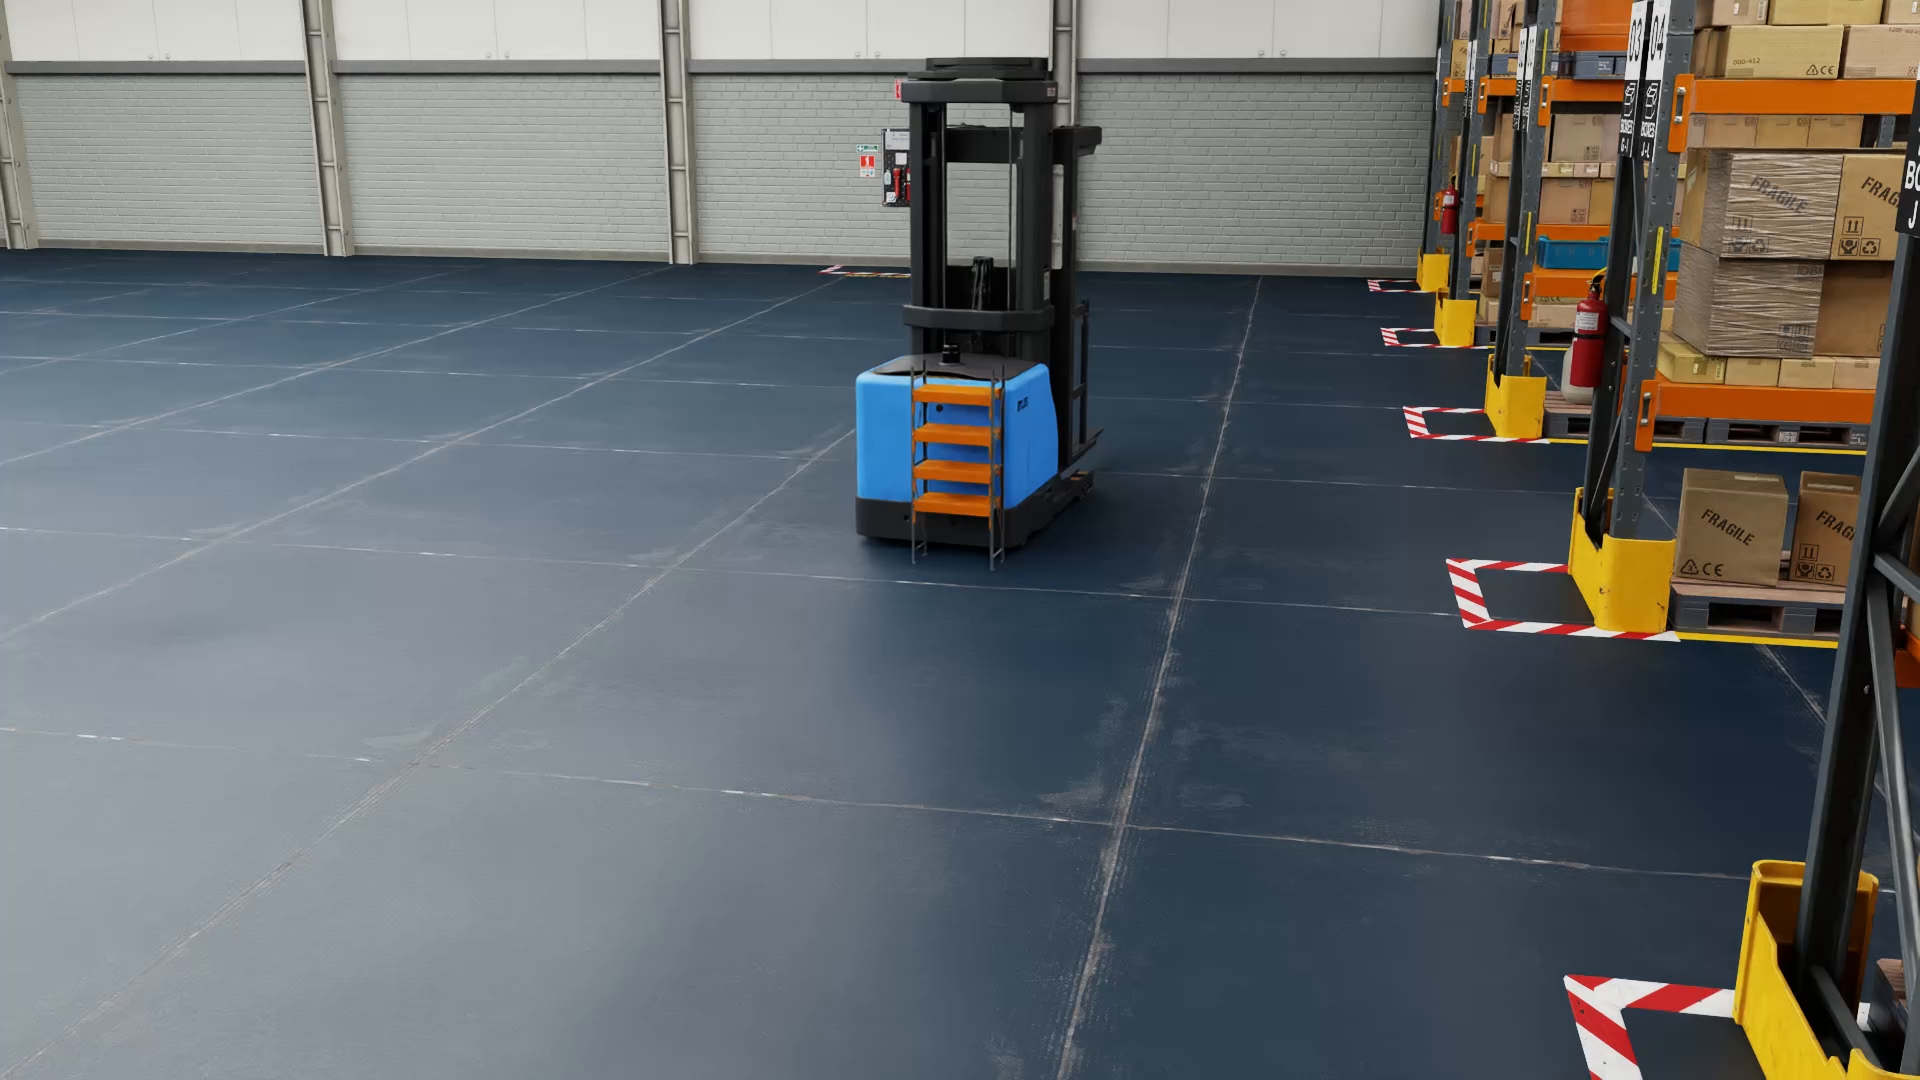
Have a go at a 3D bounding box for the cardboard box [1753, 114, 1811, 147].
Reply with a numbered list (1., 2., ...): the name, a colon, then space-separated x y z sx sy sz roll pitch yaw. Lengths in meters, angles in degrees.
1. cardboard box: 8.544 -4.217 17.480 0.500 0.500 0.700 3 16 11

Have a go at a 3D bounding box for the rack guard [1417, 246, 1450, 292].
1. rack guard: 6.614 -3.796 23.258 0.348 0.500 1.175 3 16 11

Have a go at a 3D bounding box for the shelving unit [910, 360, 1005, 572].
1. shelving unit: -0.011 -0.440 9.831 0.503 1.200 0.258 5 16 17

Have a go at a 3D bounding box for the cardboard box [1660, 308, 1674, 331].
1. cardboard box: 7.506 -2.418 17.968 0.500 0.250 0.500 3 16 11

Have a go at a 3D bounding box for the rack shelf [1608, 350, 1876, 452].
1. rack shelf: 5.538 -0.664 8.617 4.000 0.370 1.077 3 16 11

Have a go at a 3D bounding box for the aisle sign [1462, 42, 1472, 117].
1. aisle sign: 5.550 -5.041 18.203 0.004 0.787 0.394 3 16 11

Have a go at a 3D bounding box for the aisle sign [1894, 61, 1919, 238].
1. aisle sign: 2.481 -1.160 4.190 0.004 0.787 0.394 3 16 11

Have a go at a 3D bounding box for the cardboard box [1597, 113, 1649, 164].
1. cardboard box: 7.073 -4.297 17.769 0.500 0.500 0.700 3 16 11

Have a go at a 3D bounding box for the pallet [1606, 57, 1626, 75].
1. pallet: 7.443 -5.002 17.479 1.213 0.211 1.003 3 16 11

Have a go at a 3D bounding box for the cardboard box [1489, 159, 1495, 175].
1. cardboard box: 5.968 -4.098 18.266 0.250 0.149 0.380 3 16 10

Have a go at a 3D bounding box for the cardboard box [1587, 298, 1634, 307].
1. cardboard box: 7.020 -2.811 17.979 0.500 0.500 0.500 3 16 11

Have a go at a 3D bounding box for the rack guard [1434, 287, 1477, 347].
1. rack guard: 5.532 -2.505 18.598 0.348 0.500 1.175 3 16 11

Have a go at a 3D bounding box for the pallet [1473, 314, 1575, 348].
1. pallet: 6.313 -2.335 18.525 1.213 0.211 1.003 3 16 11

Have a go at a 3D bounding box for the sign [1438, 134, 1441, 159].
1. sign: 6.431 -5.279 22.310 0.005 0.325 0.100 3 16 11

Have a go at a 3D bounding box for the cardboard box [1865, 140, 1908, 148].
1. cardboard box: 12.149 -4.957 21.757 0.500 0.500 0.700 5 16 19

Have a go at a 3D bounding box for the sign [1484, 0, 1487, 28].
1. sign: 5.439 -5.468 17.209 0.005 0.325 0.100 3 16 11

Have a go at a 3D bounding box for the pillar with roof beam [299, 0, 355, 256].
1. pillar with roof beam: -11.099 -7.916 22.211 0.400 9.000 9.100 3 16 11

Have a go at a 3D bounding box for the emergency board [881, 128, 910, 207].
1. emergency board: -0.896 -5.654 25.284 0.643 1.169 0.194 3 16 11

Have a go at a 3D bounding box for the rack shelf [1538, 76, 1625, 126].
1. rack shelf: 6.525 -3.405 12.894 4.000 0.370 1.077 3 16 11

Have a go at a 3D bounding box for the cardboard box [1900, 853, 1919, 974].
1. cardboard box: 3.168 1.016 4.400 0.875 0.875 0.875 3 16 11

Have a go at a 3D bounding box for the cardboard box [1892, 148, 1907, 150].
1. cardboard box: 5.147 -1.773 8.657 0.500 0.500 0.500 3 16 11

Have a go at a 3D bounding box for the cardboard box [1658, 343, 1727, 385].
1. cardboard box: 3.810 -0.918 8.659 0.250 0.149 0.380 3 16 11

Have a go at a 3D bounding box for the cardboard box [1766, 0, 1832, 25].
1. cardboard box: 4.036 -2.568 8.059 0.250 0.149 0.380 3 16 12

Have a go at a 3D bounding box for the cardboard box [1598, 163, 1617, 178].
1. cardboard box: 6.909 -3.937 17.684 0.250 0.149 0.380 3 16 9

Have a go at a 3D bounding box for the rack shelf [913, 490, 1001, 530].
1. rack shelf: -0.011 -0.183 9.902 0.480 0.148 0.258 5 16 17

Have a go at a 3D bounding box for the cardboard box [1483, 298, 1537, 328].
1. cardboard box: 6.037 -2.499 18.258 0.500 0.250 0.500 3 16 11

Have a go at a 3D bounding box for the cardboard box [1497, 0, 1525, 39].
1. cardboard box: 7.350 -6.866 21.941 0.500 0.500 0.500 3 16 10

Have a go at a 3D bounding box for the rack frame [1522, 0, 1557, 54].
1. rack frame: 4.565 -5.304 12.782 0.127 3.000 1.000 3 16 11

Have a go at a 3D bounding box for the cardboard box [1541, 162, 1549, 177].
1. cardboard box: 6.157 -3.978 17.833 0.250 0.149 0.380 3 16 10

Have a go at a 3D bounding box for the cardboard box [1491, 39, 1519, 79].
1. cardboard box: 7.336 -6.386 22.085 0.500 0.500 0.500 4 16 15

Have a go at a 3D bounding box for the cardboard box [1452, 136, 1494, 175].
1. cardboard box: 6.947 -5.199 22.480 0.500 0.500 0.500 3 16 11

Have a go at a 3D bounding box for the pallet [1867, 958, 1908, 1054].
1. pallet: 3.290 1.541 4.533 1.213 0.211 1.003 3 16 11

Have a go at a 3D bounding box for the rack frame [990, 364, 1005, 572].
1. rack frame: 0.221 -0.419 9.759 0.015 1.200 0.240 5 16 17

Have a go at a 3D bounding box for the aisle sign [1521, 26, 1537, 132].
1. aisle sign: 4.436 -3.593 12.973 0.004 0.787 0.394 3 16 11

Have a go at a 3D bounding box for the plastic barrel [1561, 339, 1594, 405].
1. plastic barrel: 5.225 -1.401 13.804 0.421 0.512 0.421 0 15 0

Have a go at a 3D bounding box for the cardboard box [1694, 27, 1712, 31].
1. cardboard box: 3.912 -2.749 8.713 0.250 0.149 0.380 3 16 11

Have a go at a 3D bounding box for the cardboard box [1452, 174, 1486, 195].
1. cardboard box: 6.954 -4.833 22.562 0.500 0.250 0.500 3 16 9

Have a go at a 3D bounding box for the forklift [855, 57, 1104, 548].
1. forklift: 0.301 -1.713 11.186 1.130 2.935 3.031 5 16 18

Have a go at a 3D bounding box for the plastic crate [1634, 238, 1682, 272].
1. plastic crate: 5.750 -2.356 13.659 0.408 0.251 0.499 3 16 11

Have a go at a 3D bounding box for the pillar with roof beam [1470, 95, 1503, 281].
1. pillar with roof beam: 6.540 -6.958 18.755 0.400 9.000 9.100 3 16 11

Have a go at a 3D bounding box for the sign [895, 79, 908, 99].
1. sign: -0.884 -6.798 25.070 0.199 0.298 0.001 3 16 11

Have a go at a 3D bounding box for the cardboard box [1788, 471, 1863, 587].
1. cardboard box: 4.779 -0.054 8.964 0.500 0.500 0.500 8 17 26

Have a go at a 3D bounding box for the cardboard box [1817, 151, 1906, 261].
1. cardboard box: 4.551 -1.661 8.253 0.500 0.500 0.500 3 16 11

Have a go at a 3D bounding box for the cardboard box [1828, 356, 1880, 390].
1. cardboard box: 4.542 -0.875 8.502 0.250 0.149 0.380 3 16 11

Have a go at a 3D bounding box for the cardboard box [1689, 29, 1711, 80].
1. cardboard box: 4.101 -2.531 8.672 0.500 0.250 0.500 3 16 12

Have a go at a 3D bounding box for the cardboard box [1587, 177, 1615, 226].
1. cardboard box: 7.012 -3.674 17.947 0.500 0.500 0.700 3 16 11

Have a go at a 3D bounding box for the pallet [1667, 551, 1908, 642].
1. pallet: 4.441 0.283 9.073 1.213 0.211 1.003 3 16 11

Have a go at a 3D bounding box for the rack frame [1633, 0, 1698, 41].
1. rack frame: 3.578 -4.008 8.104 0.127 3.000 1.000 3 16 11

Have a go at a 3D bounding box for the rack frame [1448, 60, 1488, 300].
1. rack frame: 5.556 -3.708 18.260 0.127 3.000 1.000 3 16 11
